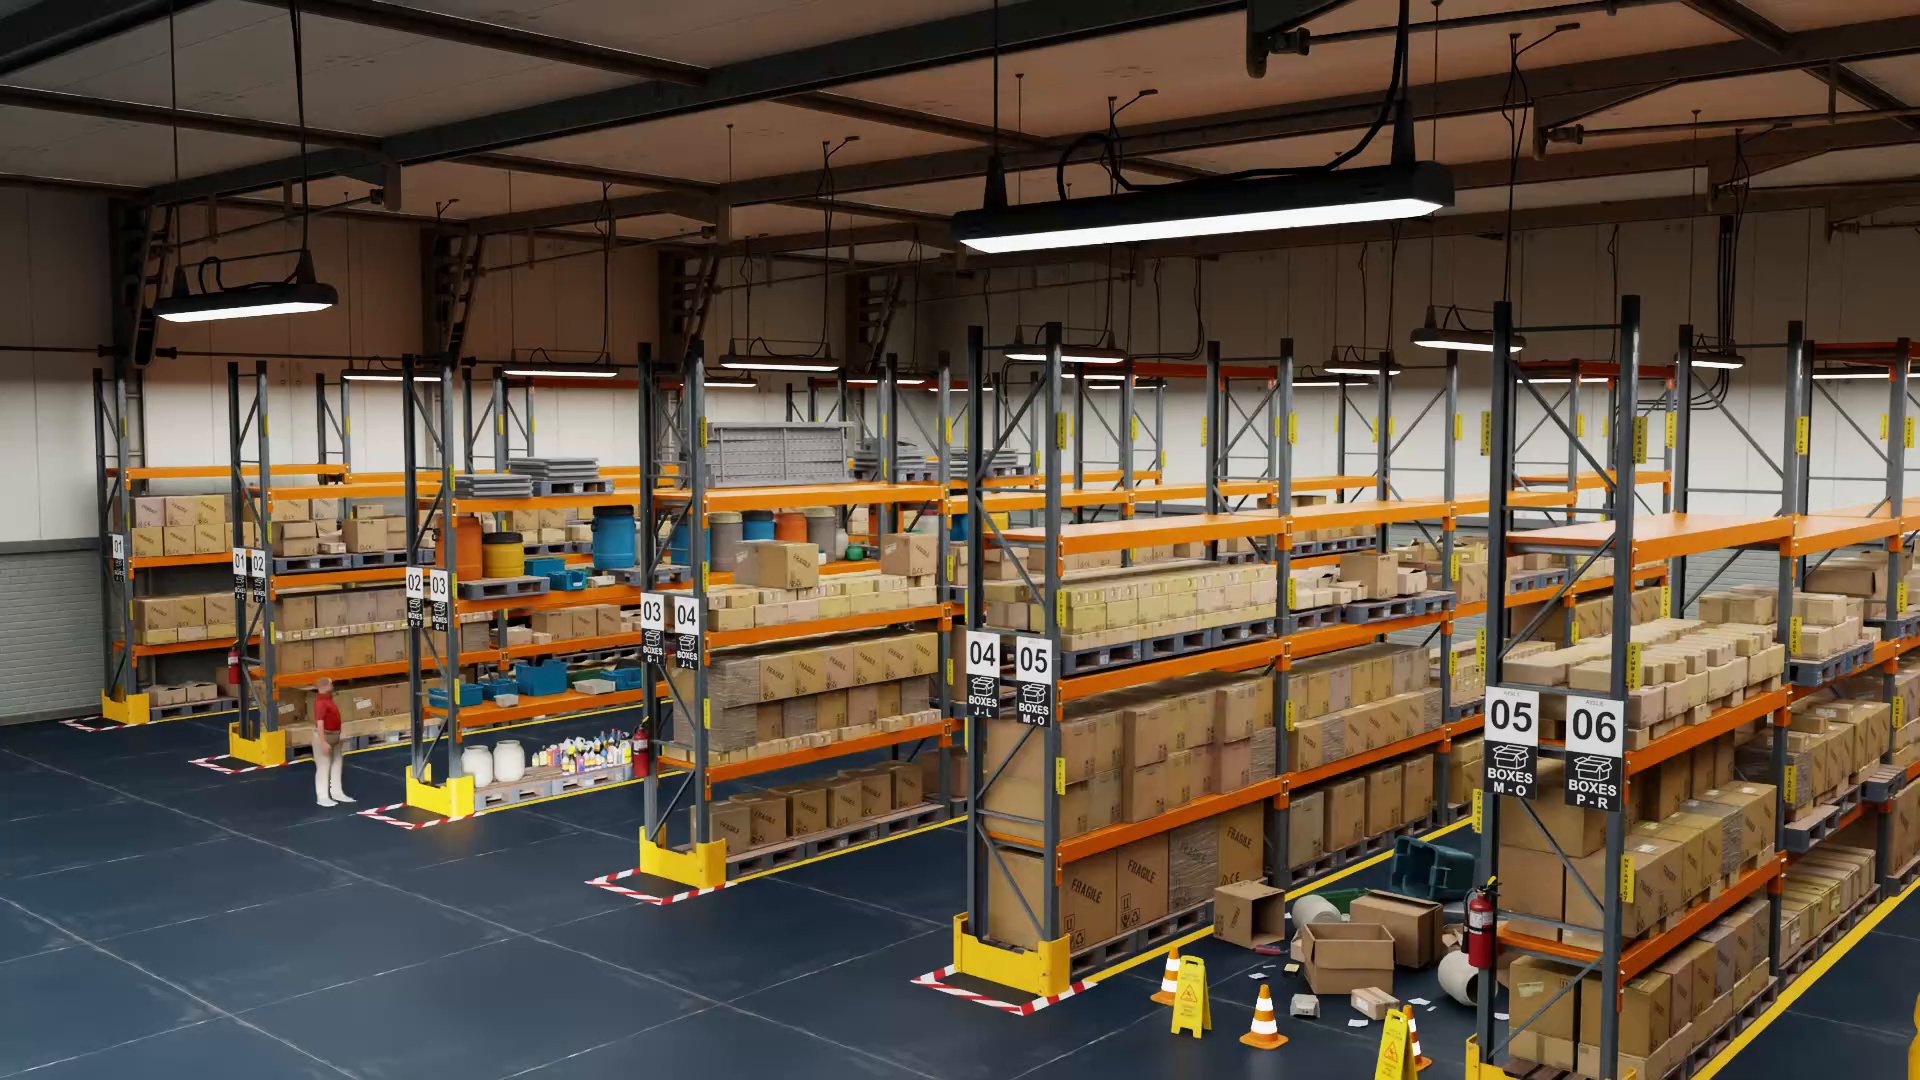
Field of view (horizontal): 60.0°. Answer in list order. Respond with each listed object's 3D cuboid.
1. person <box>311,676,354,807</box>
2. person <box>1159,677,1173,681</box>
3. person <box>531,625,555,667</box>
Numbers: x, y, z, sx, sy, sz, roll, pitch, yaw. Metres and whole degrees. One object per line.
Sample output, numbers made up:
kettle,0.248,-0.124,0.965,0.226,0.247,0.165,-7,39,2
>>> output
person,-8.418,2.683,22.214,0.439,1.742,0.604,0,4,5
person,2.805,2.701,23.057,0.503,1.571,0.387,-2,4,-20
person,-7.734,2.116,30.814,0.467,1.573,0.352,-3,5,-34
